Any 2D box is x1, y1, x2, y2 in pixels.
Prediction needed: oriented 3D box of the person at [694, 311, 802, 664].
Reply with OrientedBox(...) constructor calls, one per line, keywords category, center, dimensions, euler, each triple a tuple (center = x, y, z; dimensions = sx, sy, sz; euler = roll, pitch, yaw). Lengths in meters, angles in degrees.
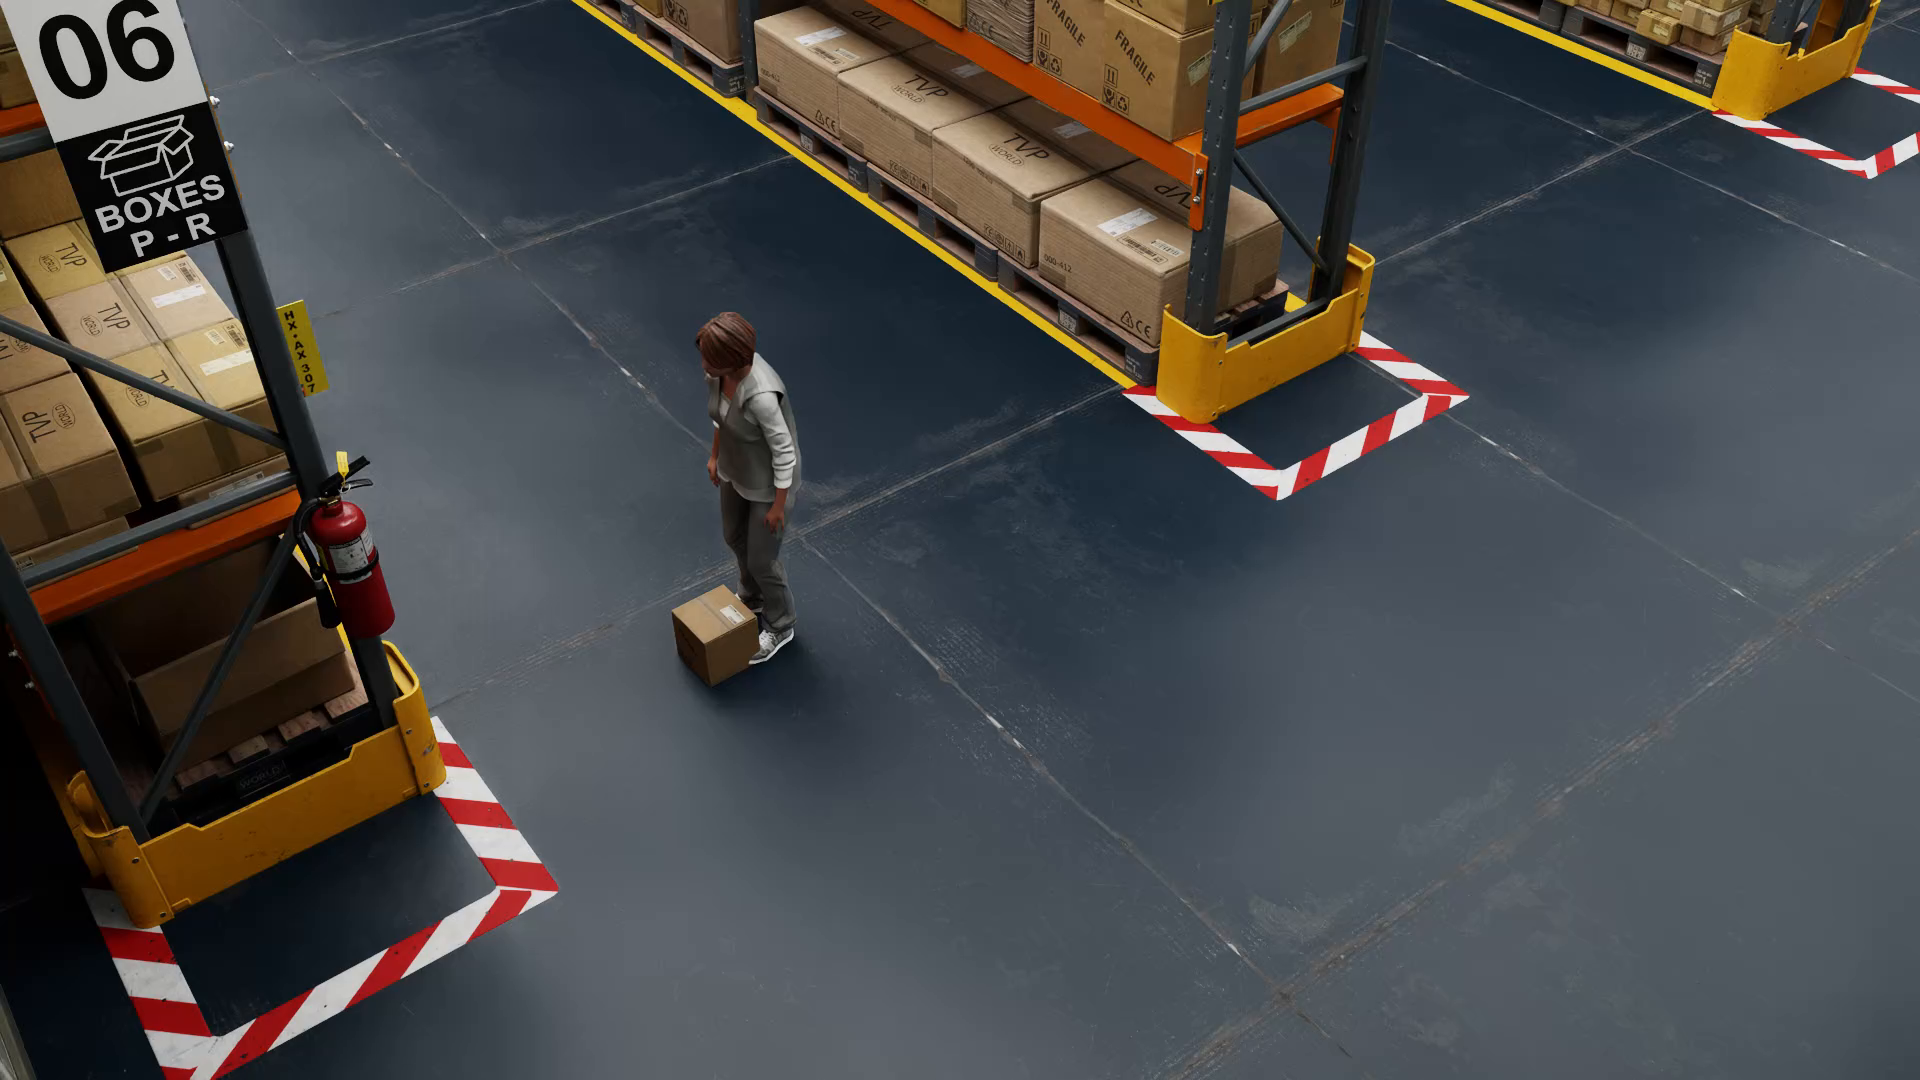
OrientedBox(category="person", center=(-0.807, -0.215, 6.414), dimensions=(0.367, 1.593, 0.478), euler=(-28, 48, -29))
